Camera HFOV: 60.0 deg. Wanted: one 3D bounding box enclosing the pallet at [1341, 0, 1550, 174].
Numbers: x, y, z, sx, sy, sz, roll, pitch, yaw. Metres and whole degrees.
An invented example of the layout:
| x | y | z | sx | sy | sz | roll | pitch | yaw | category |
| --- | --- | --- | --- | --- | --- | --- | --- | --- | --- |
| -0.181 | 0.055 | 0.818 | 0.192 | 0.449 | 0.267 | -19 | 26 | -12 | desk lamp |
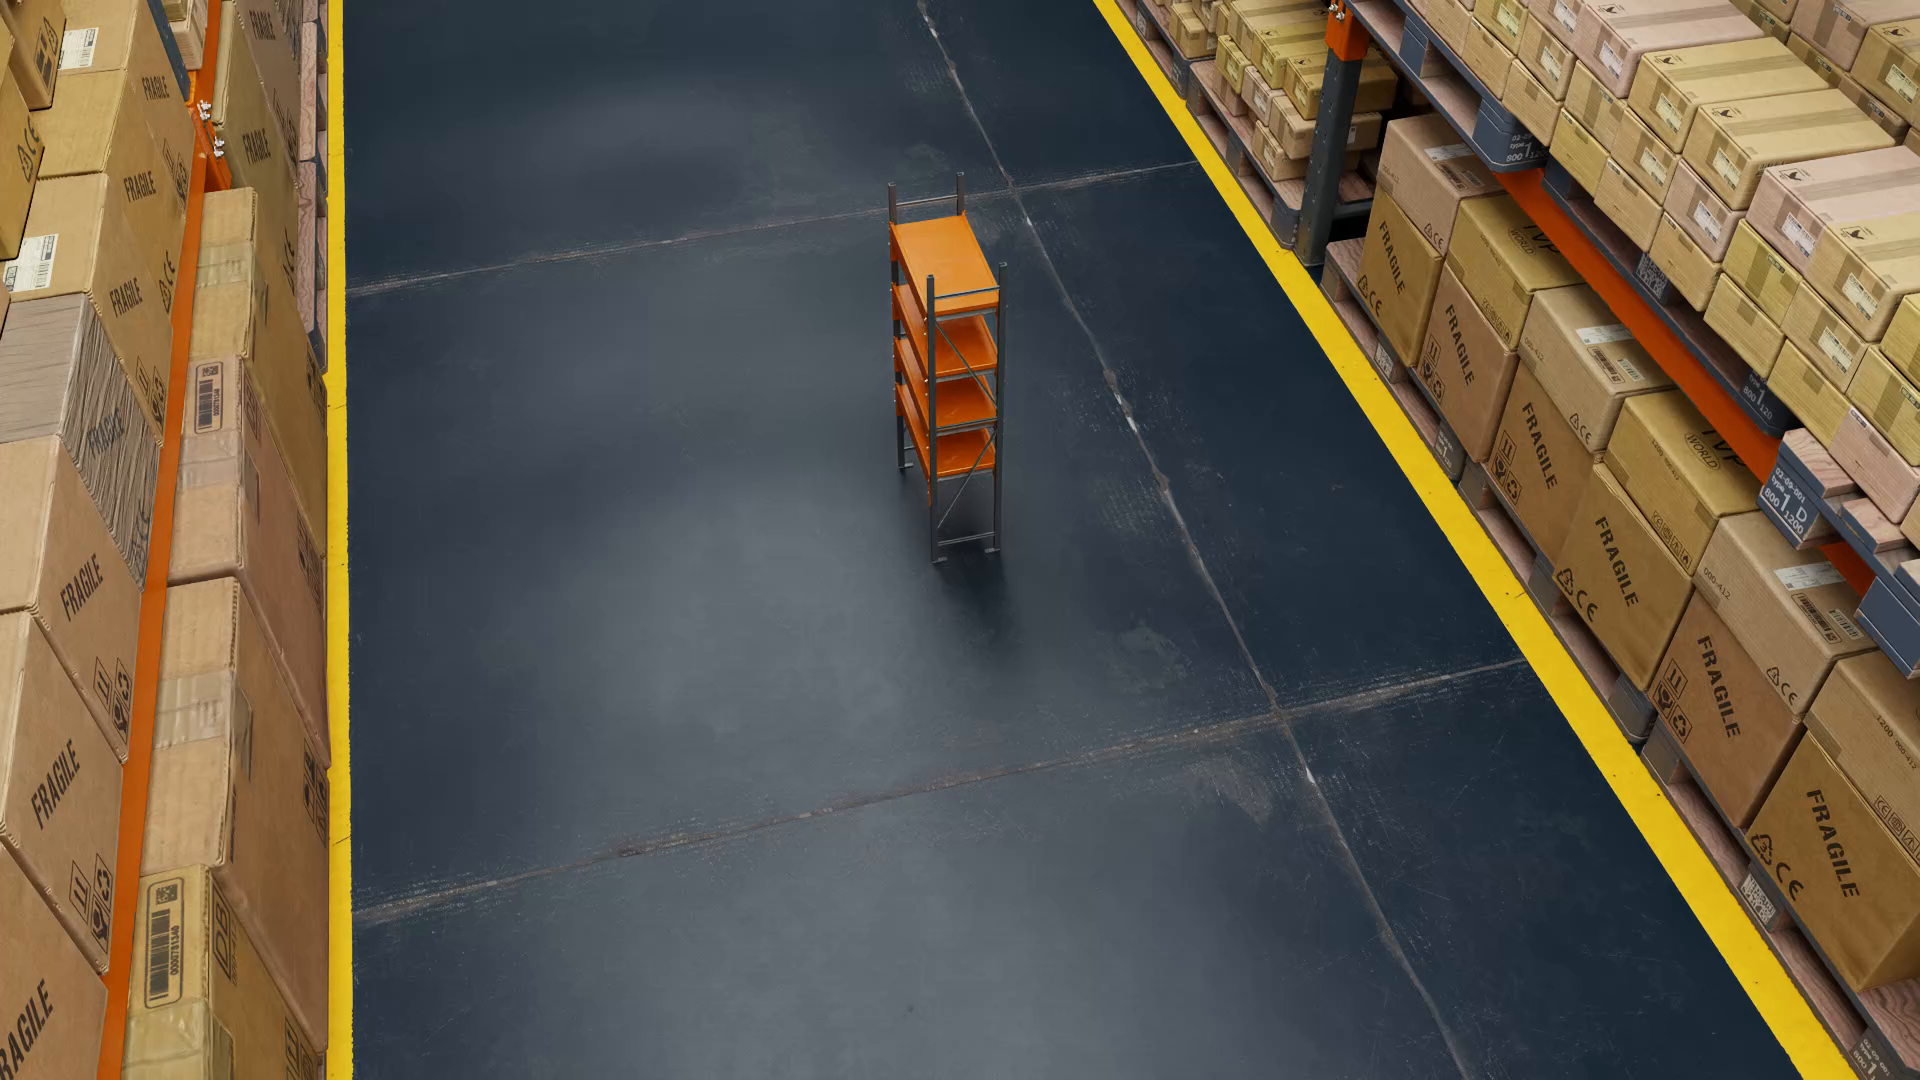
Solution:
| x | y | z | sx | sy | sz | roll | pitch | yaw | category |
| --- | --- | --- | --- | --- | --- | --- | --- | --- | --- |
| 1.939 | -1.678 | 5.428 | 1.003 | 0.211 | 1.213 | -11 | 47 | -10 | pallet |

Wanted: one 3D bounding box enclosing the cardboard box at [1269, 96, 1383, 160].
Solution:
| x | y | z | sx | sy | sz | roll | pitch | yaw | category |
| --- | --- | --- | --- | --- | --- | --- | --- | --- | --- |
| 1.496 | -1.712 | 6.821 | 0.380 | 0.149 | 0.250 | -10 | 46 | -10 | cardboard box |

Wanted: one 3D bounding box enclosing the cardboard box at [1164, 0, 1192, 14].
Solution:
| x | y | z | sx | sy | sz | roll | pitch | yaw | category |
| --- | --- | --- | --- | --- | --- | --- | --- | --- | --- |
| 1.188 | -2.563 | 7.864 | 0.380 | 0.149 | 0.250 | -10 | 46 | -10 | cardboard box |

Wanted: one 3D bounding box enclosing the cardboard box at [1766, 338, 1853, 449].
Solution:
| x | y | z | sx | sy | sz | roll | pitch | yaw | category |
| --- | --- | --- | --- | --- | --- | --- | --- | --- | --- |
| 2.149 | -0.375 | 3.899 | 0.380 | 0.149 | 0.250 | -11 | 47 | -11 | cardboard box |

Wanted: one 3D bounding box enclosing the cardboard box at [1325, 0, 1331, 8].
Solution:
| x | y | z | sx | sy | sz | roll | pitch | yaw | category |
| --- | --- | --- | --- | --- | --- | --- | --- | --- | --- |
| 1.782 | -2.474 | 7.360 | 0.380 | 0.149 | 0.250 | -12 | 47 | -11 | cardboard box |

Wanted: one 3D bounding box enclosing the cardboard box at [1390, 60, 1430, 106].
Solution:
| x | y | z | sx | sy | sz | roll | pitch | yaw | category |
| --- | --- | --- | --- | --- | --- | --- | --- | --- | --- |
| 1.996 | -1.932 | 6.829 | 0.380 | 0.149 | 0.250 | -9 | 46 | -9 | cardboard box |

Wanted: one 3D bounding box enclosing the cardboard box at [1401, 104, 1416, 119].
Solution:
| x | y | z | sx | sy | sz | roll | pitch | yaw | category |
| --- | --- | --- | --- | --- | --- | --- | --- | --- | --- |
| 2.102 | -1.758 | 7.075 | 0.380 | 0.149 | 0.250 | -13 | 47 | -12 | cardboard box |

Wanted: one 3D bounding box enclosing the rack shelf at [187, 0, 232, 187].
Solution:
| x | y | z | sx | sy | sz | roll | pitch | yaw | category |
| --- | --- | --- | --- | --- | --- | --- | --- | --- | --- |
| -3.448 | -2.591 | 6.693 | 1.077 | 0.370 | 4.000 | -11 | 47 | -10 | rack shelf |

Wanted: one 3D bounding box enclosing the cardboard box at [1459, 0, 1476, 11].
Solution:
| x | y | z | sx | sy | sz | roll | pitch | yaw | category |
| --- | --- | --- | --- | --- | --- | --- | --- | --- | --- |
| 1.675 | -1.749 | 5.038 | 0.380 | 0.149 | 0.250 | -10 | 46 | -9 | cardboard box |

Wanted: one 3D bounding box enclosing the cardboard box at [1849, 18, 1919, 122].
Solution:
| x | y | z | sx | sy | sz | roll | pitch | yaw | category |
| --- | --- | --- | --- | --- | --- | --- | --- | --- | --- |
| 2.579 | -1.239 | 4.329 | 0.380 | 0.149 | 0.250 | -11 | 47 | -11 | cardboard box |

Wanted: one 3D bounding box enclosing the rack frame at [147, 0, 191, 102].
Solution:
| x | y | z | sx | sy | sz | roll | pitch | yaw | category |
| --- | --- | --- | --- | --- | --- | --- | --- | --- | --- |
| -2.936 | -1.462 | 5.082 | 1.000 | 3.000 | 0.127 | -11 | 47 | -10 | rack frame |

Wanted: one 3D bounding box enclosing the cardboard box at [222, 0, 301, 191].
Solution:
| x | y | z | sx | sy | sz | roll | pitch | yaw | category |
| --- | --- | --- | --- | --- | --- | --- | --- | --- | --- |
| -3.258 | -1.957 | 6.761 | 0.875 | 0.875 | 0.875 | -11 | 47 | -10 | cardboard box |

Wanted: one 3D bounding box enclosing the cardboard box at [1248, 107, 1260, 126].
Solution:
| x | y | z | sx | sy | sz | roll | pitch | yaw | category |
| --- | --- | --- | --- | --- | --- | --- | --- | --- | --- |
| 1.469 | -1.851 | 7.166 | 0.380 | 0.149 | 0.250 | -10 | 46 | -9 | cardboard box |

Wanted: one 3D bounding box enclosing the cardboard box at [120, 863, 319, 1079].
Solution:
| x | y | z | sx | sy | sz | roll | pitch | yaw | category |
| --- | --- | --- | --- | --- | --- | --- | --- | --- | --- |
| -2.069 | 1.416 | 3.455 | 1.225 | 0.875 | 0.875 | -13 | 47 | -12 | cardboard box |

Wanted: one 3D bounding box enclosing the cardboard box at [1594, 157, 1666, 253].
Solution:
| x | y | z | sx | sy | sz | roll | pitch | yaw | category |
| --- | --- | --- | --- | --- | --- | --- | --- | --- | --- |
| 1.942 | -0.927 | 4.440 | 0.380 | 0.149 | 0.250 | -13 | 47 | -12 | cardboard box |

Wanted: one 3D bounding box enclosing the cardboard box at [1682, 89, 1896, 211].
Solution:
| x | y | z | sx | sy | sz | roll | pitch | yaw | category |
| --- | --- | --- | --- | --- | --- | --- | --- | --- | --- |
| 2.011 | -0.952 | 4.048 | 0.380 | 0.149 | 0.250 | -9 | 46 | -8 | cardboard box |

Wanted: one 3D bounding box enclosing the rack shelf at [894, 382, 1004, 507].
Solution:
| x | y | z | sx | sy | sz | roll | pitch | yaw | category |
| --- | --- | --- | --- | --- | --- | --- | --- | --- | --- |
| -0.042 | -0.348 | 5.623 | 0.258 | 0.148 | 0.480 | -11 | 47 | -10 | rack shelf |

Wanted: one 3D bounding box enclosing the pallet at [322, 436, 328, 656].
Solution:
| x | y | z | sx | sy | sz | roll | pitch | yaw | category |
| --- | --- | --- | --- | --- | --- | --- | --- | --- | --- |
| -2.666 | 0.033 | 5.570 | 1.003 | 0.211 | 1.213 | -11 | 47 | -10 | pallet |

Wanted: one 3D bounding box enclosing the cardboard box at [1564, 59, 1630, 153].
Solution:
| x | y | z | sx | sy | sz | roll | pitch | yaw | category |
| --- | --- | --- | --- | --- | --- | --- | --- | --- | --- |
| 1.881 | -1.201 | 4.500 | 0.380 | 0.149 | 0.250 | -11 | 47 | -11 | cardboard box |

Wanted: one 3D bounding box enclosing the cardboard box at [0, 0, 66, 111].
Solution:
| x | y | z | sx | sy | sz | roll | pitch | yaw | category |
| --- | --- | --- | --- | --- | --- | --- | --- | --- | --- |
| -2.765 | -1.408 | 4.258 | 0.797 | 0.503 | 0.637 | -12 | 47 | -11 | cardboard box |

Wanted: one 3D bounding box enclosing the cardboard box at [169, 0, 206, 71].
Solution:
| x | y | z | sx | sy | sz | roll | pitch | yaw | category |
| --- | --- | --- | --- | --- | --- | --- | --- | --- | --- |
| -2.690 | -1.639 | 5.432 | 0.380 | 0.149 | 0.250 | -11 | 47 | -10 | cardboard box |

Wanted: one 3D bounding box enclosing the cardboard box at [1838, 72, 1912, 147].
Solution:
| x | y | z | sx | sy | sz | roll | pitch | yaw | category |
| --- | --- | --- | --- | --- | --- | --- | --- | --- | --- |
| 2.575 | -1.145 | 4.446 | 0.380 | 0.149 | 0.250 | -9 | 46 | -9 | cardboard box |

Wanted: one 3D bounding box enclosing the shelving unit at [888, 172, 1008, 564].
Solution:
| x | y | z | sx | sy | sz | roll | pitch | yaw | category |
| --- | --- | --- | --- | --- | --- | --- | --- | --- | --- |
| -0.042 | -0.534 | 5.433 | 0.258 | 1.200 | 0.503 | -11 | 47 | -10 | shelving unit |

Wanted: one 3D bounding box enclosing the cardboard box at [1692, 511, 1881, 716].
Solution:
| x | y | z | sx | sy | sz | roll | pitch | yaw | category |
| --- | --- | --- | --- | --- | --- | --- | --- | --- | --- |
| 2.340 | 0.157 | 4.427 | 0.500 | 0.250 | 0.500 | -10 | 46 | -10 | cardboard box |

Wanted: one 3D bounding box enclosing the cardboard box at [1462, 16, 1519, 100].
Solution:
| x | y | z | sx | sy | sz | roll | pitch | yaw | category |
| --- | --- | --- | --- | --- | --- | --- | --- | --- | --- |
| 1.741 | -1.465 | 4.967 | 0.380 | 0.149 | 0.250 | -10 | 46 | -10 | cardboard box |

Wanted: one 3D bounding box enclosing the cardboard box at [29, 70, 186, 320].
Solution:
| x | y | z | sx | sy | sz | roll | pitch | yaw | category |
| --- | --- | --- | --- | --- | --- | --- | --- | --- | --- |
| -2.432 | -0.881 | 4.443 | 0.500 | 0.500 | 0.500 | -9 | 46 | -9 | cardboard box |

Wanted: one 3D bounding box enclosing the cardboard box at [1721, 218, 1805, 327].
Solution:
| x | y | z | sx | sy | sz | roll | pitch | yaw | category |
| --- | --- | --- | --- | --- | --- | --- | --- | --- | --- |
| 2.077 | -0.669 | 3.979 | 0.380 | 0.149 | 0.250 | -11 | 47 | -11 | cardboard box |

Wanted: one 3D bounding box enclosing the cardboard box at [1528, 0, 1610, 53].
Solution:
| x | y | z | sx | sy | sz | roll | pitch | yaw | category |
| --- | --- | --- | --- | --- | --- | --- | --- | --- | --- |
| 1.809 | -1.492 | 4.577 | 0.380 | 0.149 | 0.250 | -11 | 47 | -11 | cardboard box |

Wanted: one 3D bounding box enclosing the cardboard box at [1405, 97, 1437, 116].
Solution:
| x | y | z | sx | sy | sz | roll | pitch | yaw | category |
| --- | --- | --- | --- | --- | --- | --- | --- | --- | --- |
| 2.101 | -1.861 | 6.967 | 0.380 | 0.149 | 0.250 | -9 | 46 | -8 | cardboard box |

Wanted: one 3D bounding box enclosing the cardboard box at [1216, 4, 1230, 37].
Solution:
| x | y | z | sx | sy | sz | roll | pitch | yaw | category |
| --- | --- | --- | --- | --- | --- | --- | --- | --- | --- |
| 1.360 | -2.269 | 7.367 | 0.380 | 0.149 | 0.250 | -10 | 46 | -10 | cardboard box |

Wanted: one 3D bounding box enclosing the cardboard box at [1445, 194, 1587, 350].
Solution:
| x | y | z | sx | sy | sz | roll | pitch | yaw | category |
| --- | --- | --- | --- | --- | --- | --- | --- | --- | --- |
| 1.957 | -0.908 | 5.471 | 0.500 | 0.250 | 0.500 | -10 | 46 | -9 | cardboard box |

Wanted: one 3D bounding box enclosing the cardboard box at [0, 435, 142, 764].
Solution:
| x | y | z | sx | sy | sz | roll | pitch | yaw | category |
| --- | --- | --- | --- | --- | --- | --- | --- | --- | --- |
| -2.042 | 0.171 | 3.412 | 0.500 | 0.500 | 0.500 | -11 | 47 | -11 | cardboard box |

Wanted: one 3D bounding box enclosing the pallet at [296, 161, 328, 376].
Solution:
| x | y | z | sx | sy | sz | roll | pitch | yaw | category |
| --- | --- | --- | --- | --- | --- | --- | --- | --- | --- |
| -3.055 | -1.025 | 6.607 | 1.003 | 0.211 | 1.213 | -11 | 47 | -10 | pallet |

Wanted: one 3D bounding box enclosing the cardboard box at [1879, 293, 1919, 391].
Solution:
| x | y | z | sx | sy | sz | roll | pitch | yaw | category |
| --- | --- | --- | --- | --- | --- | --- | --- | --- | --- |
| 2.211 | -0.414 | 3.521 | 0.380 | 0.149 | 0.250 | -9 | 46 | -9 | cardboard box |

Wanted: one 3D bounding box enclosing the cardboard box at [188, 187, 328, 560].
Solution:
| x | y | z | sx | sy | sz | roll | pitch | yaw | category |
| --- | --- | --- | --- | --- | --- | --- | --- | --- | --- |
| -2.753 | -0.427 | 5.262 | 1.225 | 0.875 | 0.875 | -11 | 47 | -10 | cardboard box |

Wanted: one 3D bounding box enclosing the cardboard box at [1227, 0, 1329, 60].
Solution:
| x | y | z | sx | sy | sz | roll | pitch | yaw | category |
| --- | --- | --- | --- | --- | --- | --- | --- | --- | --- |
| 1.367 | -2.194 | 7.085 | 0.380 | 0.149 | 0.250 | -11 | 47 | -11 | cardboard box |

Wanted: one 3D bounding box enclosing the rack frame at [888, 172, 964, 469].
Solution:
| x | y | z | sx | sy | sz | roll | pitch | yaw | category |
| --- | --- | --- | --- | --- | --- | --- | --- | --- | --- |
| -0.105 | -0.703 | 5.599 | 0.240 | 1.200 | 0.015 | -11 | 47 | -10 | rack frame |

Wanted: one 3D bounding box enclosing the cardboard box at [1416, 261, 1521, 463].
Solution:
| x | y | z | sx | sy | sz | roll | pitch | yaw | category |
| --- | --- | --- | --- | --- | --- | --- | --- | --- | --- |
| 1.954 | -0.647 | 5.740 | 0.500 | 0.500 | 0.500 | -9 | 46 | -9 | cardboard box |

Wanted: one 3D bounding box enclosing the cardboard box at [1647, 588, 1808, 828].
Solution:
| x | y | z | sx | sy | sz | roll | pitch | yaw | category |
| --- | --- | --- | --- | --- | --- | --- | --- | --- | --- |
| 2.358 | 0.425 | 4.689 | 0.500 | 0.500 | 0.500 | -9 | 46 | -9 | cardboard box |

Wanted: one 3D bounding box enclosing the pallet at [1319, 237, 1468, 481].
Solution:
| x | y | z | sx | sy | sz | roll | pitch | yaw | category |
| --- | --- | --- | --- | --- | --- | --- | --- | --- | --- |
| 2.085 | -0.786 | 6.372 | 1.003 | 0.211 | 1.213 | -11 | 47 | -10 | pallet |
